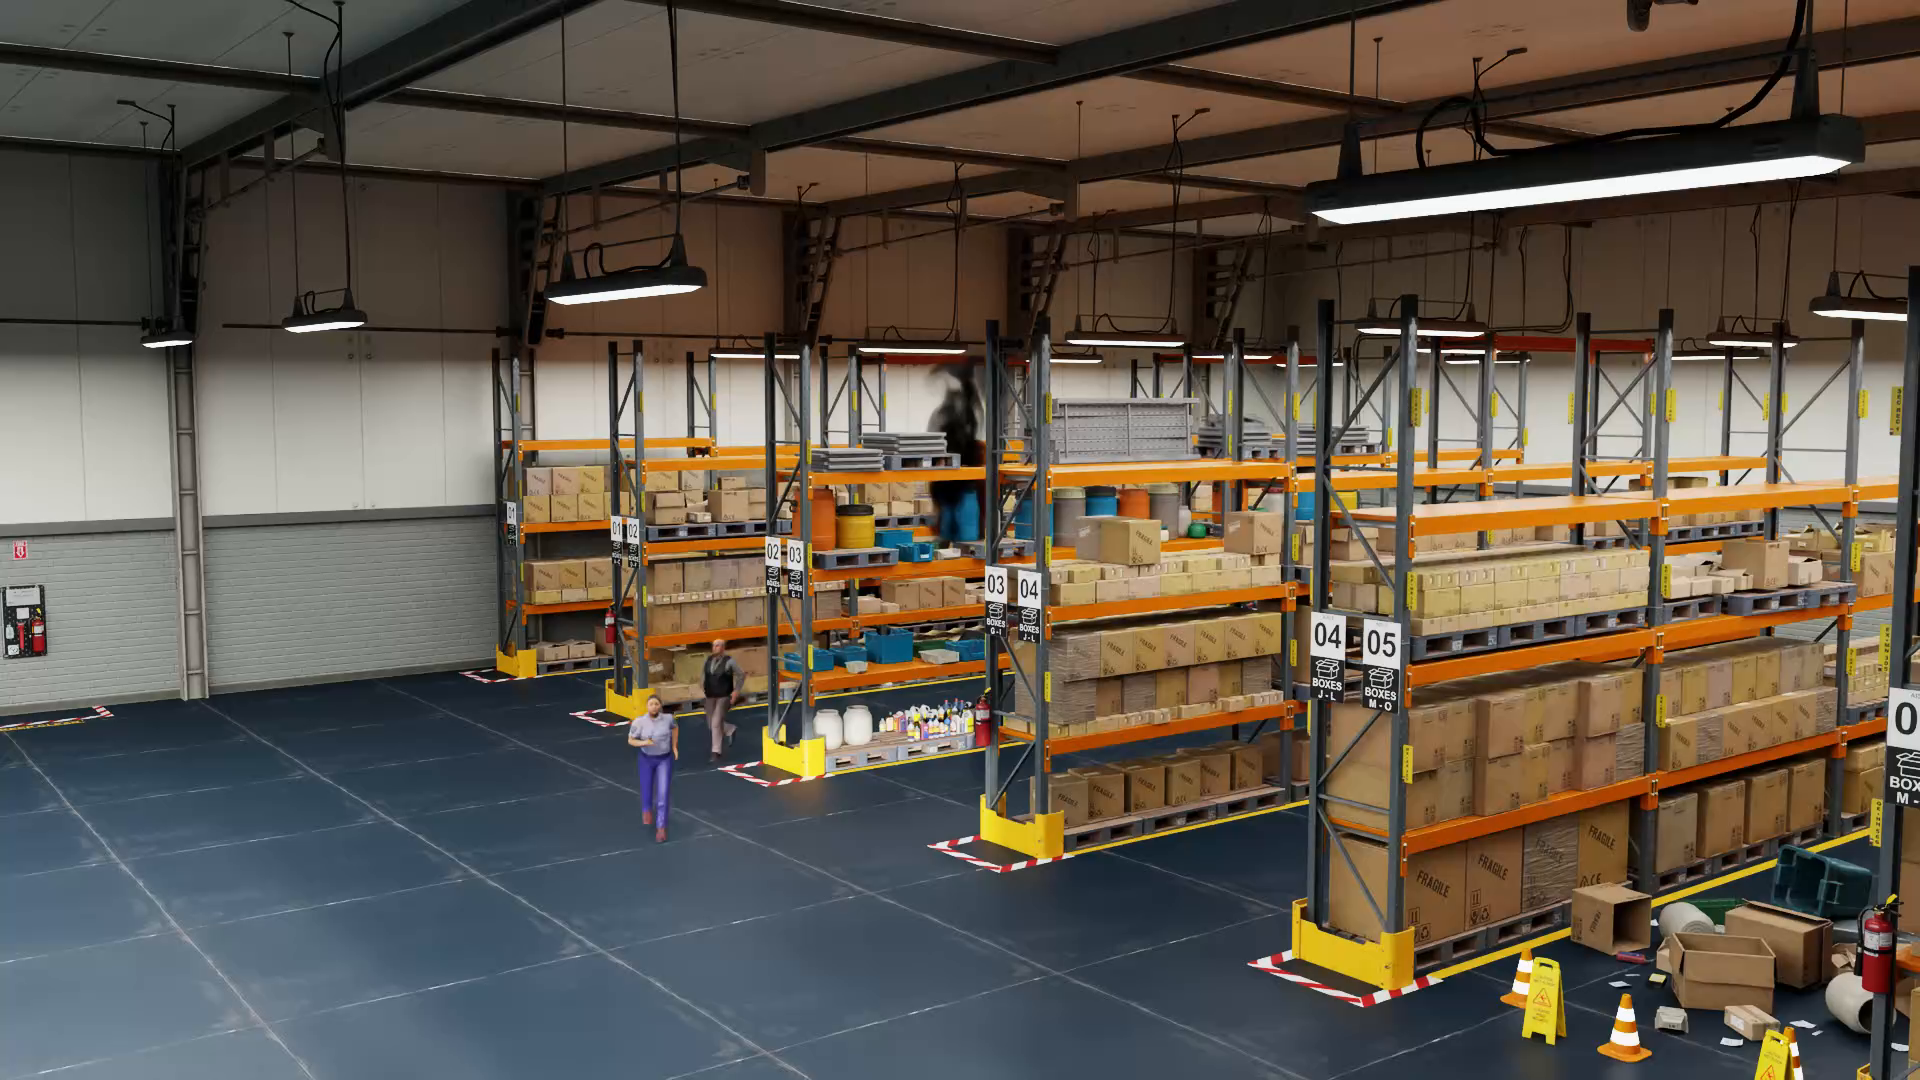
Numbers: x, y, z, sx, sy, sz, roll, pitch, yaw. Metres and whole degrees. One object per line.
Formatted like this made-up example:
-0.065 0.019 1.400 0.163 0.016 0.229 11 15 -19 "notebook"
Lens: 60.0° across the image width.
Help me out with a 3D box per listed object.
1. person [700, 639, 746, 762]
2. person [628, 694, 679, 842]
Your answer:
-3.407 2.254 23.695 0.697 1.714 0.749 3 6 30 "person"
-3.581 2.613 19.468 0.598 1.652 0.933 -1 5 -13 "person"
